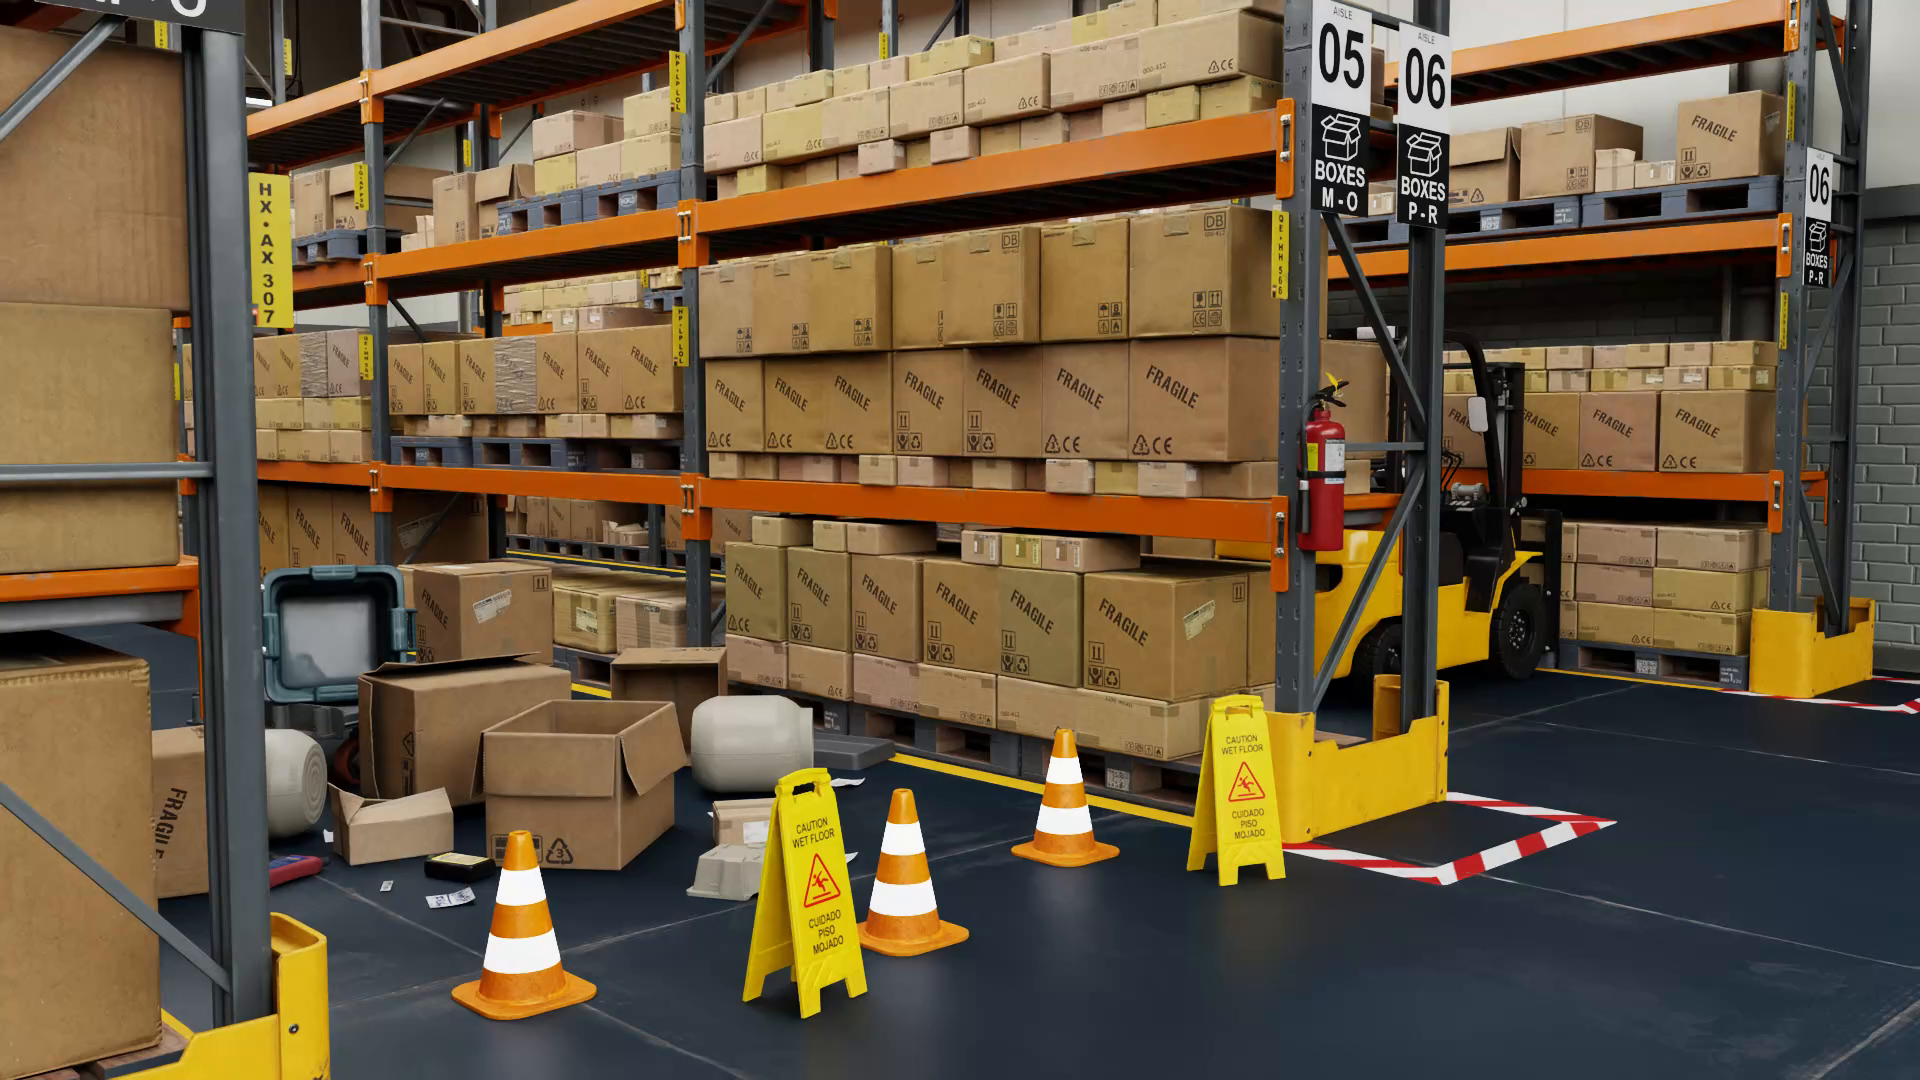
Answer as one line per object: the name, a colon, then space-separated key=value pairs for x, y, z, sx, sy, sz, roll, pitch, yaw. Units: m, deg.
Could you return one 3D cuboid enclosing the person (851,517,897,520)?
person: x=-0.582 y=-0.059 z=11.794 sx=0.477 sy=1.638 sz=0.576 roll=0 pitch=4 yaw=3
